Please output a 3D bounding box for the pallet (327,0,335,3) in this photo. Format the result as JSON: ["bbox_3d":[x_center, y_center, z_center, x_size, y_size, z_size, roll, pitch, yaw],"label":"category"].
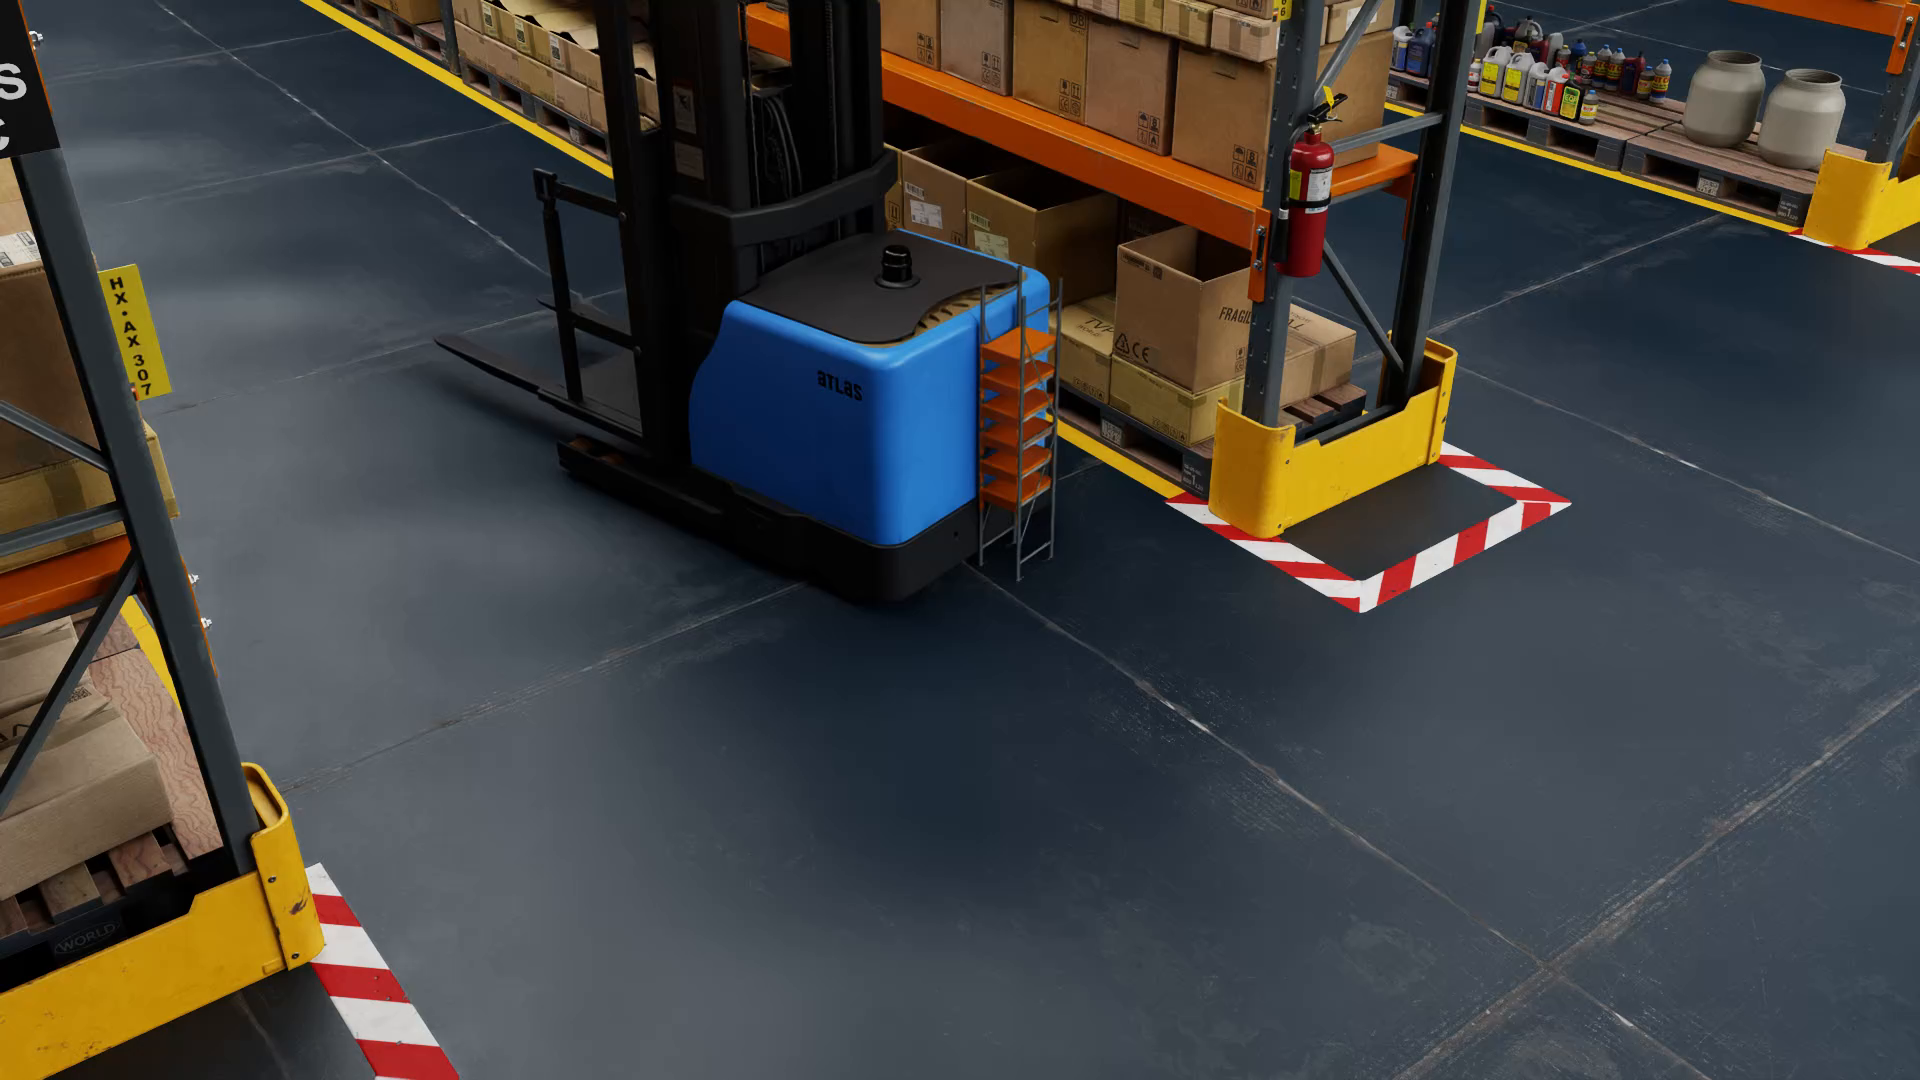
[{"bbox_3d":[-5.266,-5.026,14.643,1.003,0.211,1.213,-22,38,-31],"label":"pallet"}]

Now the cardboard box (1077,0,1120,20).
[{"bbox_3d":[0.708,-2.273,6.857,0.380,0.149,0.250,-22,38,-31],"label":"cardboard box"}]

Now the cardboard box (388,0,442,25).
[{"bbox_3d":[-4.100,-4.309,12.798,0.500,0.500,0.500,-21,37,-30],"label":"cardboard box"}]

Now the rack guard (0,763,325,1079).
[{"bbox_3d":[-2.393,1.098,4.508,1.175,0.500,0.348,-22,38,-31],"label":"rack guard"}]

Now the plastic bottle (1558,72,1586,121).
[{"bbox_3d":[3.921,-2.837,10.632,0.061,0.283,0.133,-21,38,-30],"label":"plastic bottle"}]

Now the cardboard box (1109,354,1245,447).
[{"bbox_3d":[1.002,-0.675,7.201,0.500,0.250,0.500,-22,38,-31],"label":"cardboard box"}]

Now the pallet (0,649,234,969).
[{"bbox_3d":[-2.863,0.871,5.148,1.003,0.211,1.213,-22,38,-31],"label":"pallet"}]

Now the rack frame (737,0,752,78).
[{"bbox_3d":[-0.889,-3.203,9.065,1.000,3.000,0.127,-22,38,-31],"label":"rack frame"}]

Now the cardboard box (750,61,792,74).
[{"bbox_3d":[-0.945,-2.705,9.939,0.500,0.311,0.500,-22,38,-31],"label":"cardboard box"}]

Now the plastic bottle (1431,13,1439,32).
[{"bbox_3d":[3.495,-3.752,12.184,0.097,0.201,0.097,0,32,0],"label":"plastic bottle"}]

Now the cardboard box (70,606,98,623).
[{"bbox_3d":[-3.460,0.066,5.753,0.700,0.500,0.500,-25,40,-34],"label":"cardboard box"}]

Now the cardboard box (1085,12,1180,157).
[{"bbox_3d":[0.962,-1.995,7.024,0.700,0.500,0.500,-21,38,-30],"label":"cardboard box"}]

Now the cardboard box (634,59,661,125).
[{"bbox_3d":[-1.687,-2.743,10.000,0.500,0.311,0.500,-21,38,-30],"label":"cardboard box"}]

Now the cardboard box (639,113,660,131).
[{"bbox_3d":[-1.681,-2.504,10.147,0.500,0.250,0.500,-23,39,-32],"label":"cardboard box"}]

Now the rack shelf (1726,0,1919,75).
[{"bbox_3d":[4.253,-3.665,10.490,1.077,0.370,4.000,-22,38,-31],"label":"rack shelf"}]

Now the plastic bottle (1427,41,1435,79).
[{"bbox_3d":[3.309,-3.317,11.341,0.144,0.351,0.185,-24,39,-33],"label":"plastic bottle"}]

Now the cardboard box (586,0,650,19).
[{"bbox_3d":[-2.194,-3.555,11.307,0.500,0.311,0.500,-23,38,-32],"label":"cardboard box"}]

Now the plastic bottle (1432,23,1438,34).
[{"bbox_3d":[3.308,-3.442,11.543,0.144,0.351,0.185,-22,38,-31],"label":"plastic bottle"}]

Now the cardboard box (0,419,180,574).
[{"bbox_3d":[-2.395,-0.183,4.325,0.500,0.250,0.500,-24,39,-33],"label":"cardboard box"}]

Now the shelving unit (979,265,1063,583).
[{"bbox_3d":[0.222,-0.421,6.291,0.189,1.200,0.258,23,39,32],"label":"shelving unit"}]

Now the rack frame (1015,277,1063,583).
[{"bbox_3d":[0.294,-0.391,6.242,0.006,1.200,0.240,23,39,32],"label":"rack frame"}]

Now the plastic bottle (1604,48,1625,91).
[{"bbox_3d":[4.404,-3.165,11.171,0.097,0.271,0.097,0,32,0],"label":"plastic bottle"}]

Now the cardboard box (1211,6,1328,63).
[{"bbox_3d":[1.180,-1.952,6.340,0.380,0.149,0.250,-23,39,-32],"label":"cardboard box"}]

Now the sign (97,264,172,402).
[{"bbox_3d":[-1.918,-0.476,3.852,0.100,0.325,0.005,-22,38,-31],"label":"sign"}]

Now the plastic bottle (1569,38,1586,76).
[{"bbox_3d":[4.218,-3.291,11.374,0.097,0.271,0.097,0,32,0],"label":"plastic bottle"}]

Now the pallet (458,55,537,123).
[{"bbox_3d":[-2.867,-3.330,11.912,1.003,0.211,1.213,-22,38,-31],"label":"pallet"}]

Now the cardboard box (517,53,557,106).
[{"bbox_3d":[-2.620,-3.144,11.177,0.500,0.250,0.500,-23,39,-33],"label":"cardboard box"}]

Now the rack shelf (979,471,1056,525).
[{"bbox_3d":[0.222,-0.180,6.441,0.180,0.103,0.258,23,39,32],"label":"rack shelf"}]

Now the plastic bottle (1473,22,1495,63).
[{"bbox_3d":[3.665,-3.521,11.740,0.152,0.276,0.135,-22,38,-31],"label":"plastic bottle"}]

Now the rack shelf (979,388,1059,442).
[{"bbox_3d":[0.222,-0.486,6.251,0.180,0.103,0.258,23,39,32],"label":"rack shelf"}]

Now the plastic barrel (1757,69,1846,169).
[{"bbox_3d":[5.015,-2.509,9.906,0.421,0.512,0.421,0,32,0],"label":"plastic barrel"}]

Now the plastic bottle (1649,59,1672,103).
[{"bbox_3d":[4.614,-3.022,10.941,0.097,0.271,0.097,0,32,0],"label":"plastic bottle"}]

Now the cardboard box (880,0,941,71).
[{"bbox_3d":[0.022,-2.635,8.055,0.700,0.500,0.500,-22,38,-31],"label":"cardboard box"}]

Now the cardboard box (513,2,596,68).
[{"bbox_3d":[-2.612,-3.376,11.020,0.500,0.311,0.500,-23,39,-33],"label":"cardboard box"}]

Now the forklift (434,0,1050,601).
[{"bbox_3d":[-1.104,-1.646,6.622,3.031,2.935,1.130,23,39,32],"label":"forklift"}]

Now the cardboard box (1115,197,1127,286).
[{"bbox_3d":[0.786,-1.573,7.937,0.500,0.500,0.500,-22,38,-31],"label":"cardboard box"}]

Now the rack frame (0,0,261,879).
[{"bbox_3d":[-2.346,0.068,3.798,1.000,3.000,0.127,-22,38,-31],"label":"rack frame"}]

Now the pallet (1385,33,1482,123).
[{"bbox_3d":[3.405,-3.327,11.906,1.003,0.211,1.213,-22,38,-31],"label":"pallet"}]

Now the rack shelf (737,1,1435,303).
[{"bbox_3d":[0.338,-2.064,7.913,1.077,0.370,4.000,-22,38,-31],"label":"rack shelf"}]

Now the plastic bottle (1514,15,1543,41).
[{"bbox_3d":[3.965,-3.476,11.598,0.144,0.351,0.185,-23,38,-32],"label":"plastic bottle"}]

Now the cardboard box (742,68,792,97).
[{"bbox_3d":[-0.851,-2.238,9.007,0.500,0.500,0.500,-22,38,-31],"label":"cardboard box"}]

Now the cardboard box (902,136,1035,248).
[{"bbox_3d":[0.070,-1.613,8.002,0.500,0.500,0.500,-22,38,-31],"label":"cardboard box"}]

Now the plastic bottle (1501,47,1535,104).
[{"bbox_3d":[3.684,-3.062,10.931,0.144,0.351,0.185,-21,37,-29],"label":"plastic bottle"}]
